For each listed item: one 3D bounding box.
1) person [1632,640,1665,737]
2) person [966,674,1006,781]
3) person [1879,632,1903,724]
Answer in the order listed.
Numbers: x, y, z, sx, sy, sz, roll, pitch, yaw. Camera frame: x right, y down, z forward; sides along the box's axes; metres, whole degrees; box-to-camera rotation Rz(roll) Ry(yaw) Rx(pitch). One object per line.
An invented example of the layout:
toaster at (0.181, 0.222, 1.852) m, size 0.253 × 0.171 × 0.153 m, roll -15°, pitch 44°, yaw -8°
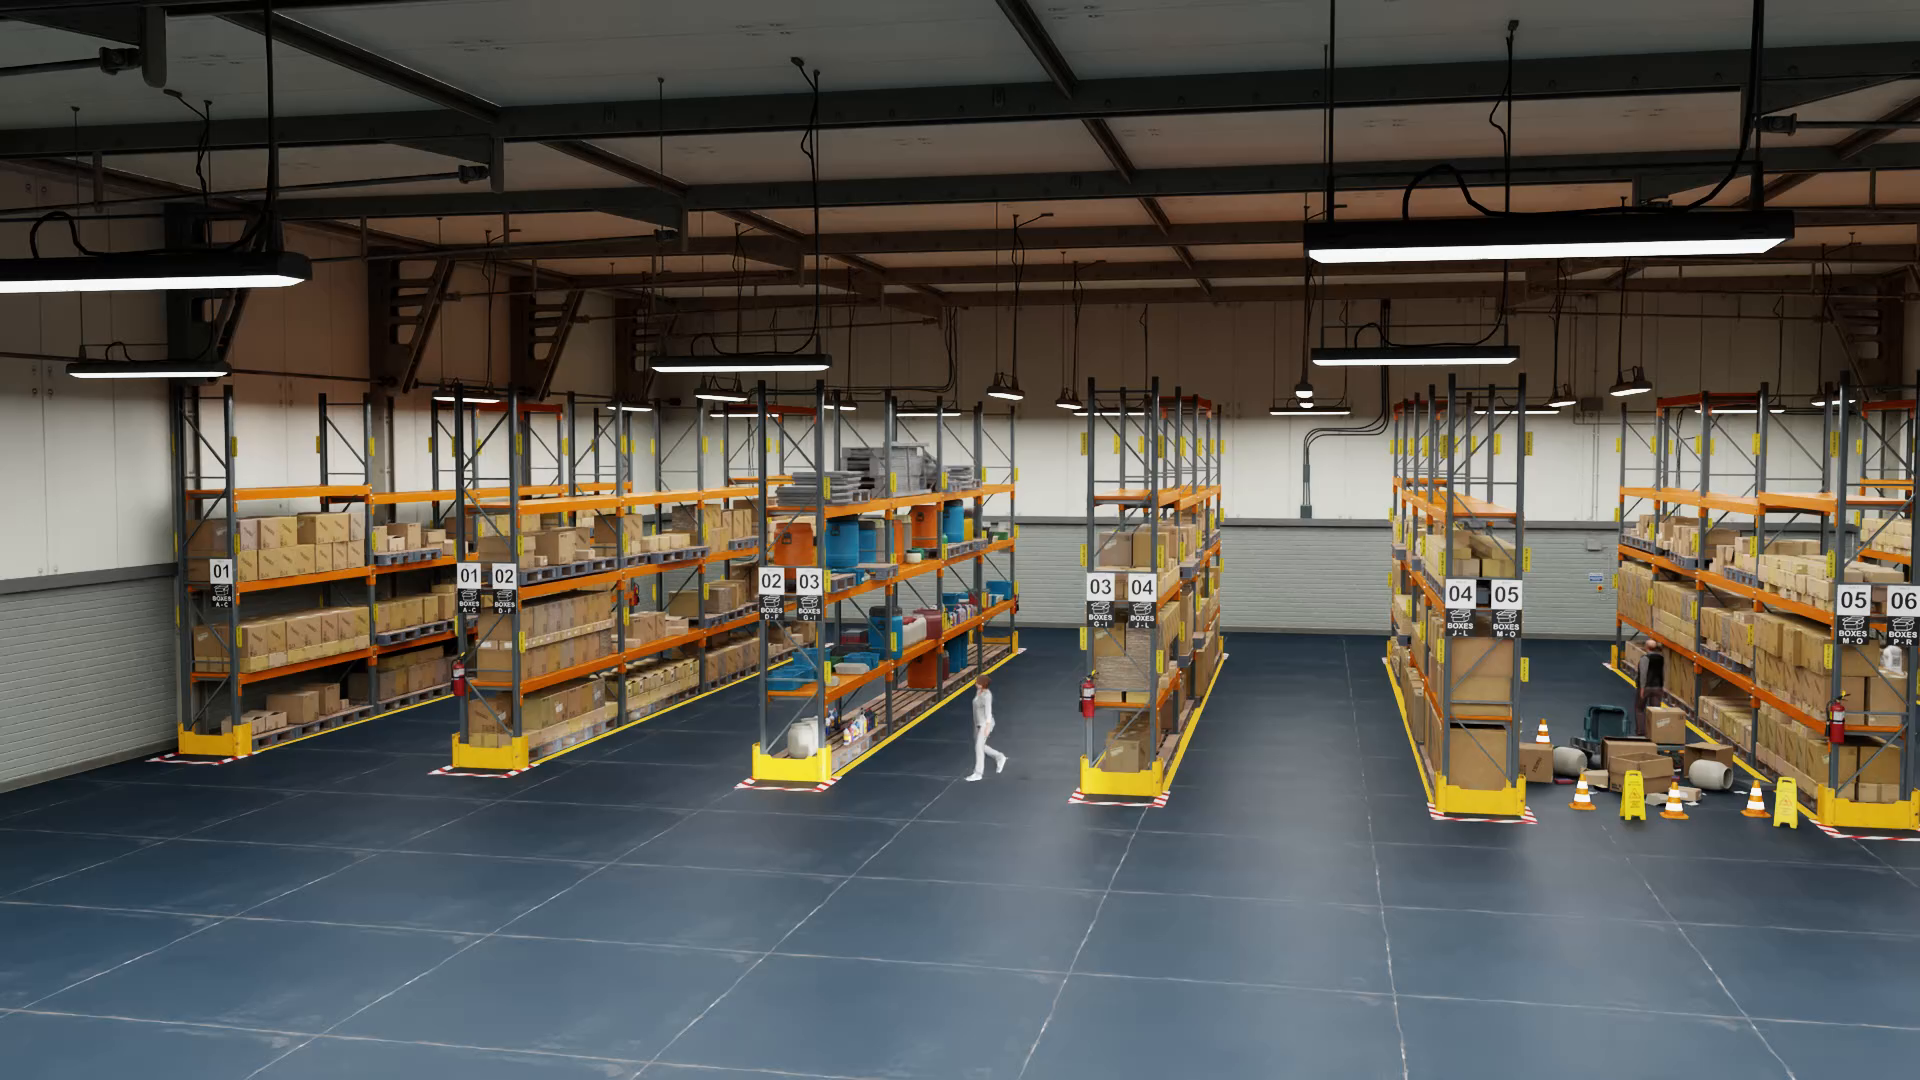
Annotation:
person at (11.773, 2.587, 28.297) m, size 0.519 × 1.769 × 0.613 m, roll 0°, pitch 3°, yaw 0°
person at (0.378, 2.801, 25.009) m, size 0.694 × 1.583 × 0.469 m, roll -1°, pitch 3°, yaw -20°
person at (16.754, 2.509, 29.847) m, size 0.476 × 1.710 × 0.526 m, roll 0°, pitch 3°, yaw -5°
